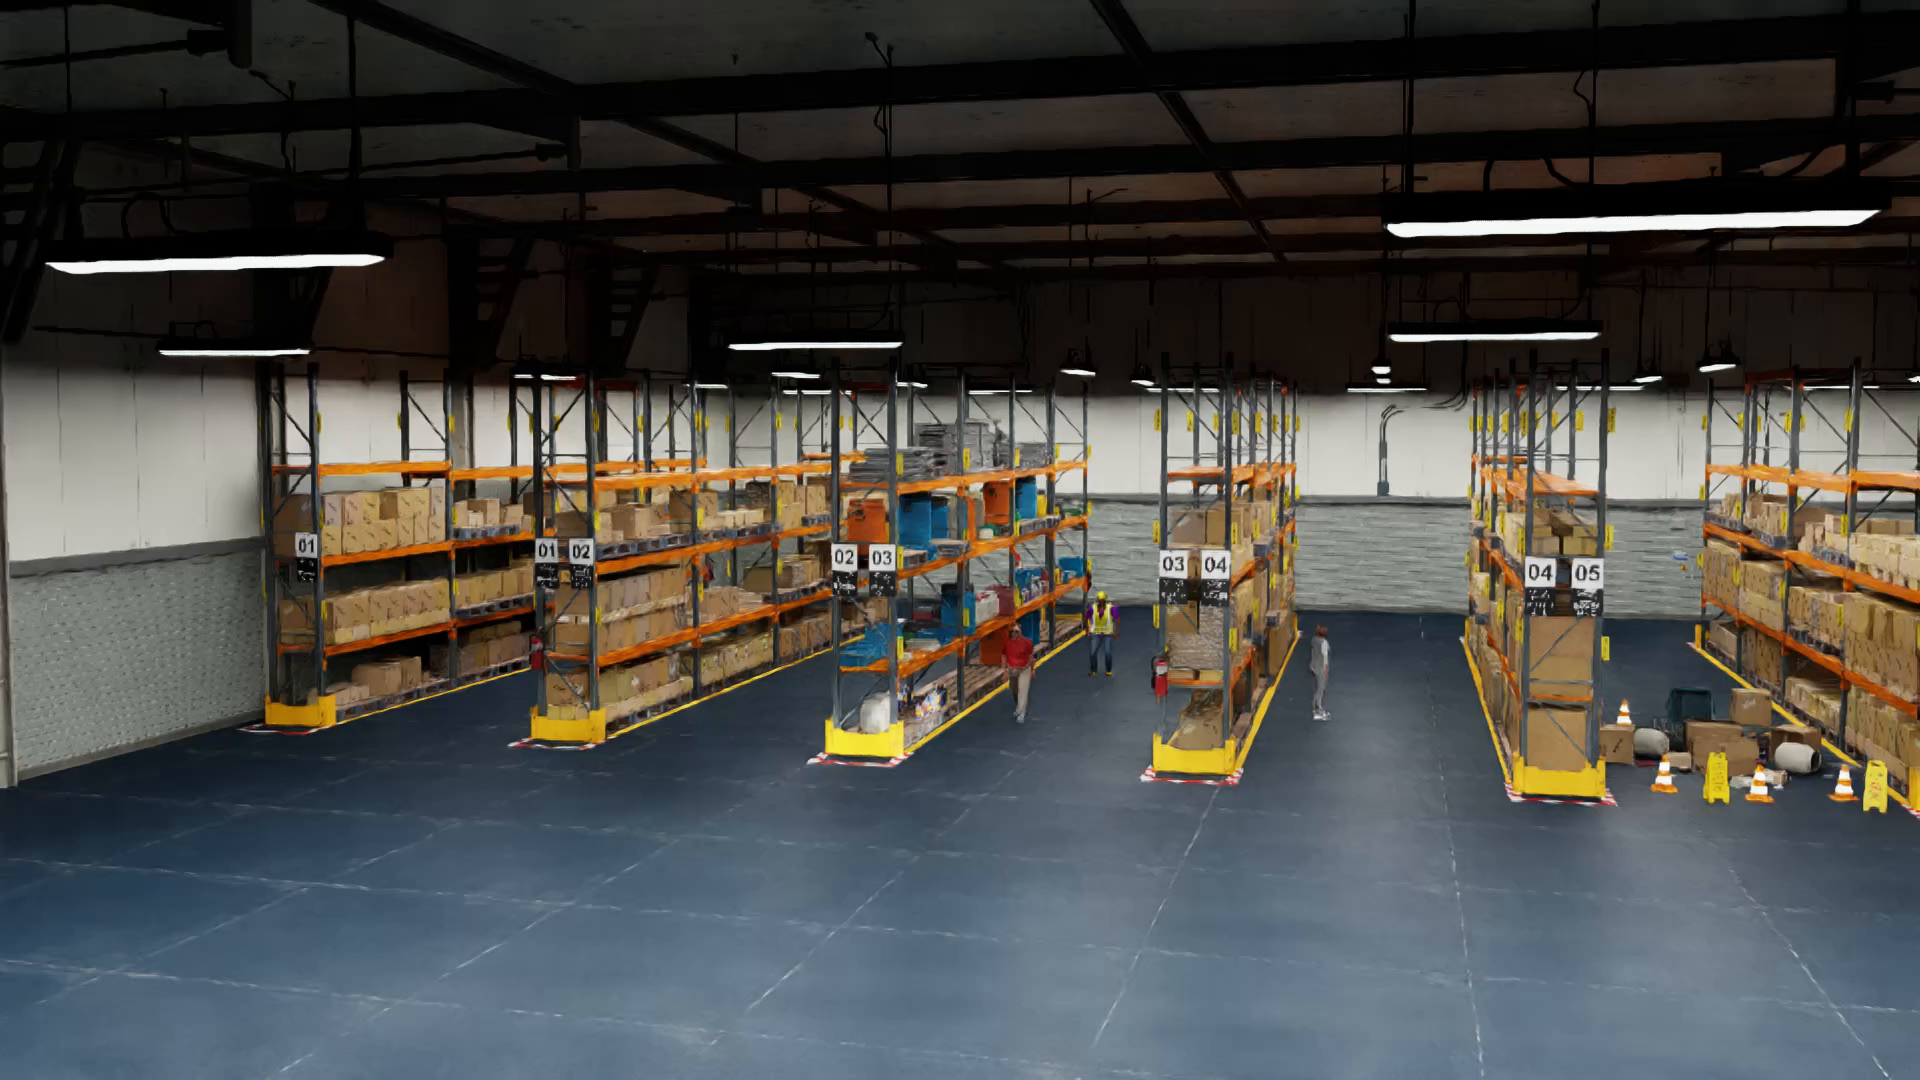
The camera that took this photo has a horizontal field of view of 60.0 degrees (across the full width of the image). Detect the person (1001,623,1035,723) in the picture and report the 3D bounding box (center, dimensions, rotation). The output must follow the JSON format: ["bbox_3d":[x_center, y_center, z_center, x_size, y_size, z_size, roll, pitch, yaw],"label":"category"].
[{"bbox_3d":[0.955,2.200,27.917,0.542,1.645,1.126,1,4,17],"label":"person"}]

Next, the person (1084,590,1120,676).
[{"bbox_3d":[2.803,1.842,32.879,0.719,1.714,0.578,1,4,13],"label":"person"}]

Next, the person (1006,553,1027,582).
[{"bbox_3d":[1.432,1.174,42.084,0.553,1.709,1.123,1,4,17],"label":"person"}]

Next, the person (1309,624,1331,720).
[{"bbox_3d":[6.117,2.213,28.131,0.399,1.602,0.469,-1,4,-16],"label":"person"}]
